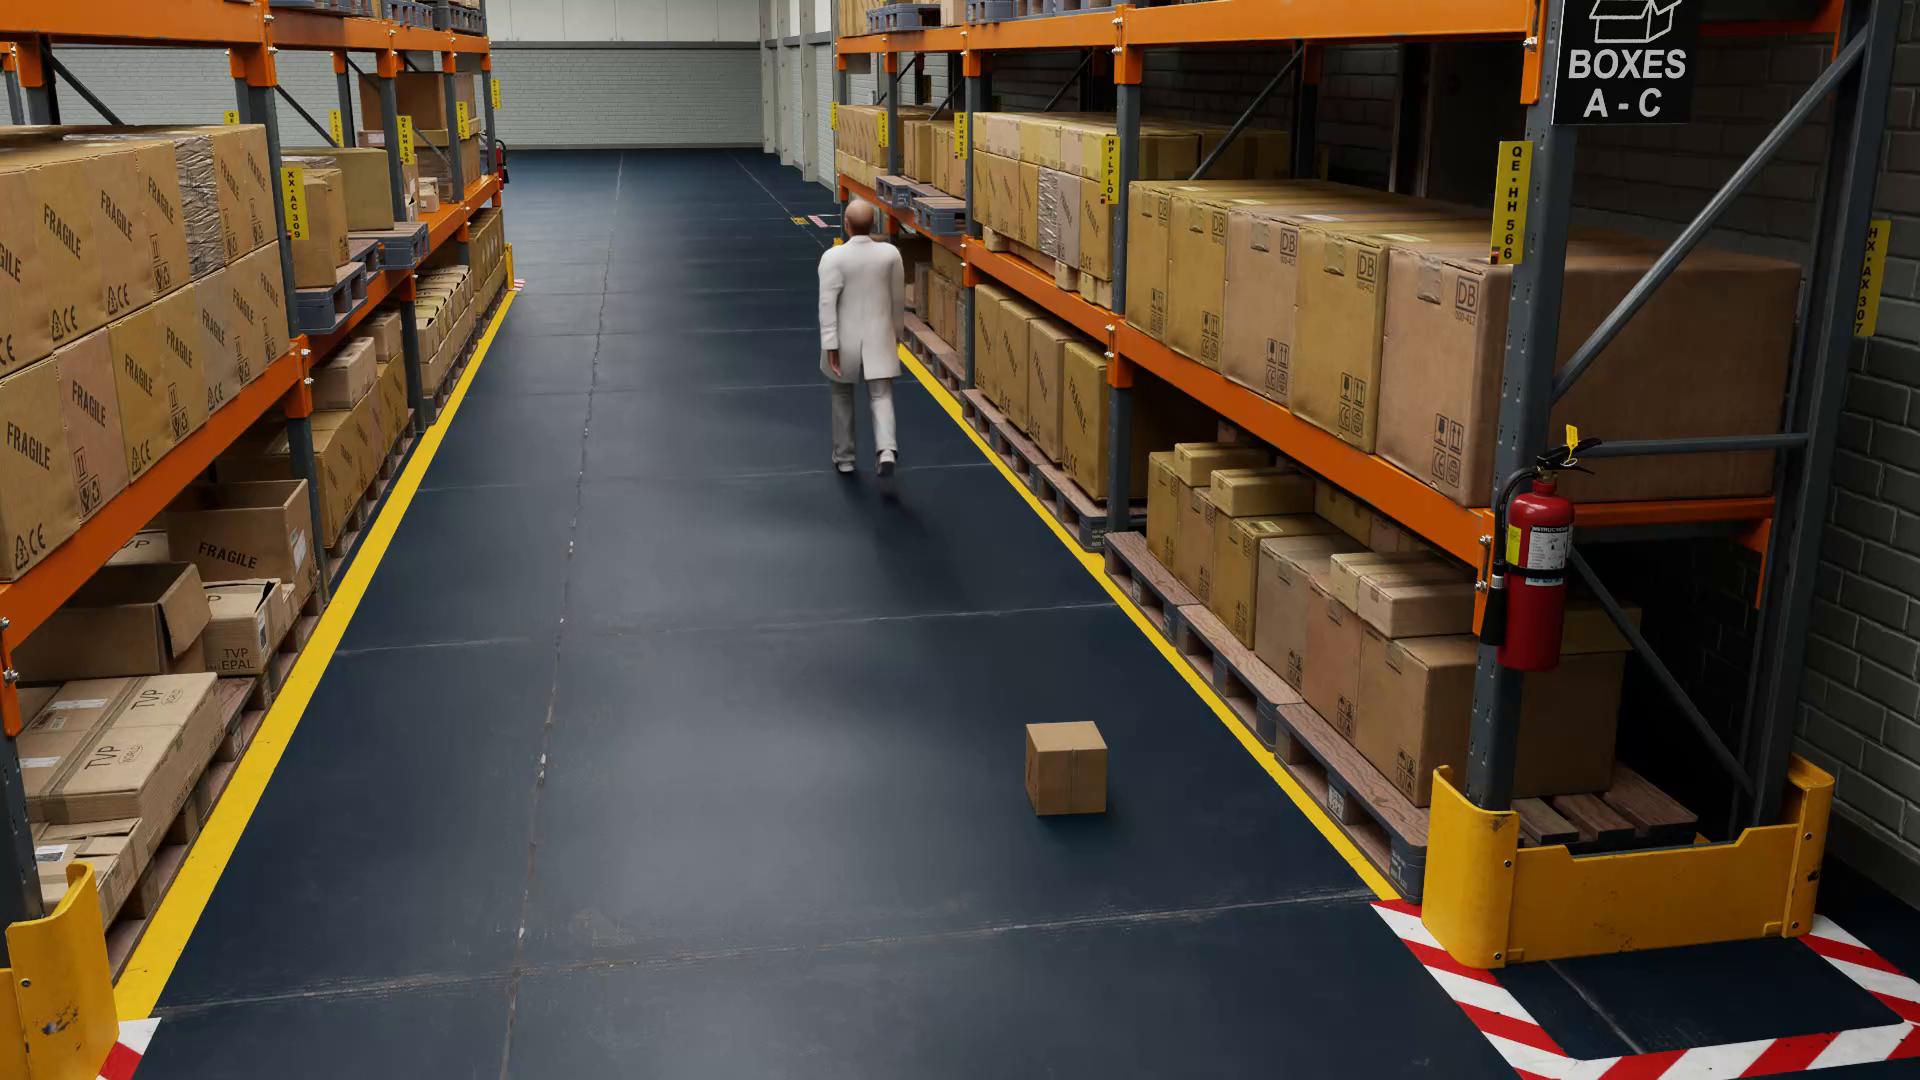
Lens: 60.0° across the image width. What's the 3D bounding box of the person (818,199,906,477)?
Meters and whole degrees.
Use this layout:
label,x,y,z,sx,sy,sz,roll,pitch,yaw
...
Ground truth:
label,x,y,z,sx,sy,sz,roll,pitch,yaw
person,-0.603,-1.233,10.322,0.555,1.741,1.035,-3,16,-9
